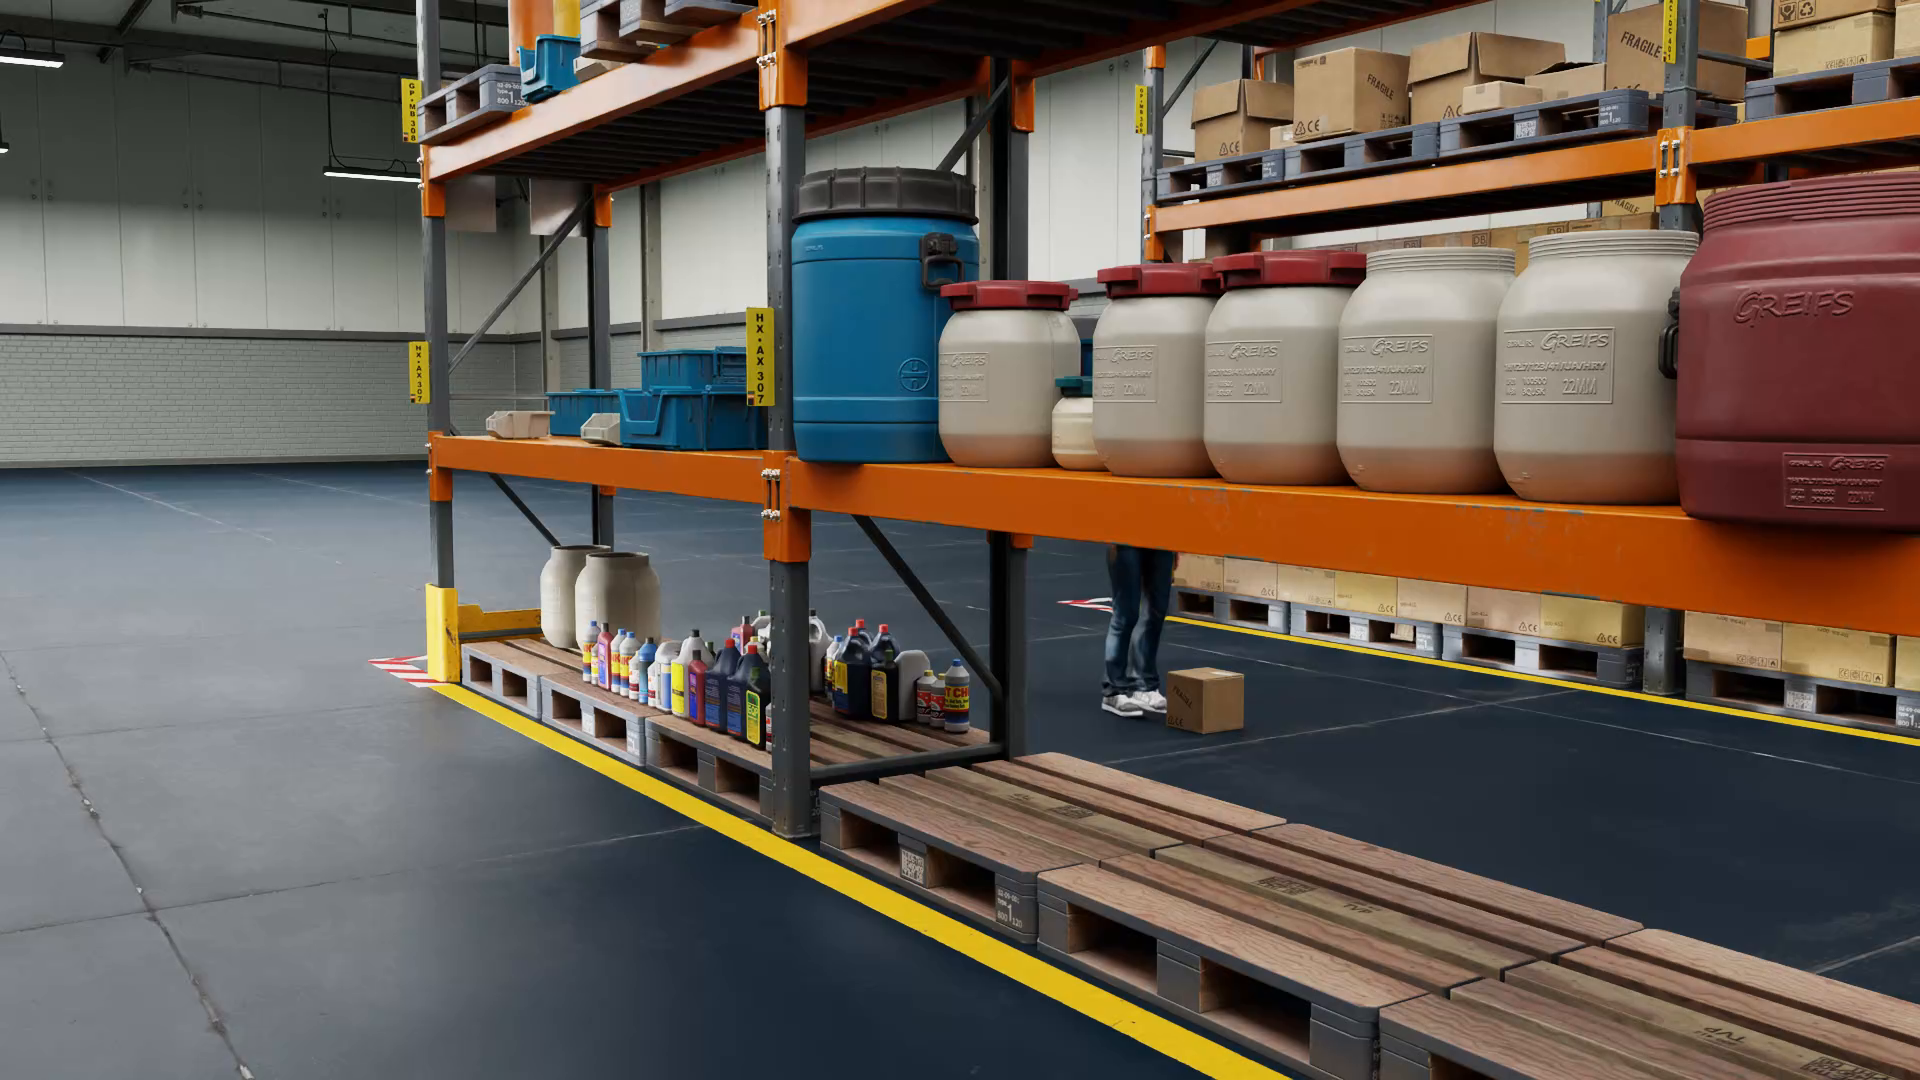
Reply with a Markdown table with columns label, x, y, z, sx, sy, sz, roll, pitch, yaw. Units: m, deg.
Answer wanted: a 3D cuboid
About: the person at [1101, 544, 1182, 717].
| label | x | y | z | sx | sy | sz | roll | pitch | yaw |
| --- | --- | --- | --- | --- | --- | --- | --- | --- | --- |
| person | 0.869 | 0.037 | 7.943 | 0.409 | 1.613 | 0.313 | -3 | 6 | -32 |
